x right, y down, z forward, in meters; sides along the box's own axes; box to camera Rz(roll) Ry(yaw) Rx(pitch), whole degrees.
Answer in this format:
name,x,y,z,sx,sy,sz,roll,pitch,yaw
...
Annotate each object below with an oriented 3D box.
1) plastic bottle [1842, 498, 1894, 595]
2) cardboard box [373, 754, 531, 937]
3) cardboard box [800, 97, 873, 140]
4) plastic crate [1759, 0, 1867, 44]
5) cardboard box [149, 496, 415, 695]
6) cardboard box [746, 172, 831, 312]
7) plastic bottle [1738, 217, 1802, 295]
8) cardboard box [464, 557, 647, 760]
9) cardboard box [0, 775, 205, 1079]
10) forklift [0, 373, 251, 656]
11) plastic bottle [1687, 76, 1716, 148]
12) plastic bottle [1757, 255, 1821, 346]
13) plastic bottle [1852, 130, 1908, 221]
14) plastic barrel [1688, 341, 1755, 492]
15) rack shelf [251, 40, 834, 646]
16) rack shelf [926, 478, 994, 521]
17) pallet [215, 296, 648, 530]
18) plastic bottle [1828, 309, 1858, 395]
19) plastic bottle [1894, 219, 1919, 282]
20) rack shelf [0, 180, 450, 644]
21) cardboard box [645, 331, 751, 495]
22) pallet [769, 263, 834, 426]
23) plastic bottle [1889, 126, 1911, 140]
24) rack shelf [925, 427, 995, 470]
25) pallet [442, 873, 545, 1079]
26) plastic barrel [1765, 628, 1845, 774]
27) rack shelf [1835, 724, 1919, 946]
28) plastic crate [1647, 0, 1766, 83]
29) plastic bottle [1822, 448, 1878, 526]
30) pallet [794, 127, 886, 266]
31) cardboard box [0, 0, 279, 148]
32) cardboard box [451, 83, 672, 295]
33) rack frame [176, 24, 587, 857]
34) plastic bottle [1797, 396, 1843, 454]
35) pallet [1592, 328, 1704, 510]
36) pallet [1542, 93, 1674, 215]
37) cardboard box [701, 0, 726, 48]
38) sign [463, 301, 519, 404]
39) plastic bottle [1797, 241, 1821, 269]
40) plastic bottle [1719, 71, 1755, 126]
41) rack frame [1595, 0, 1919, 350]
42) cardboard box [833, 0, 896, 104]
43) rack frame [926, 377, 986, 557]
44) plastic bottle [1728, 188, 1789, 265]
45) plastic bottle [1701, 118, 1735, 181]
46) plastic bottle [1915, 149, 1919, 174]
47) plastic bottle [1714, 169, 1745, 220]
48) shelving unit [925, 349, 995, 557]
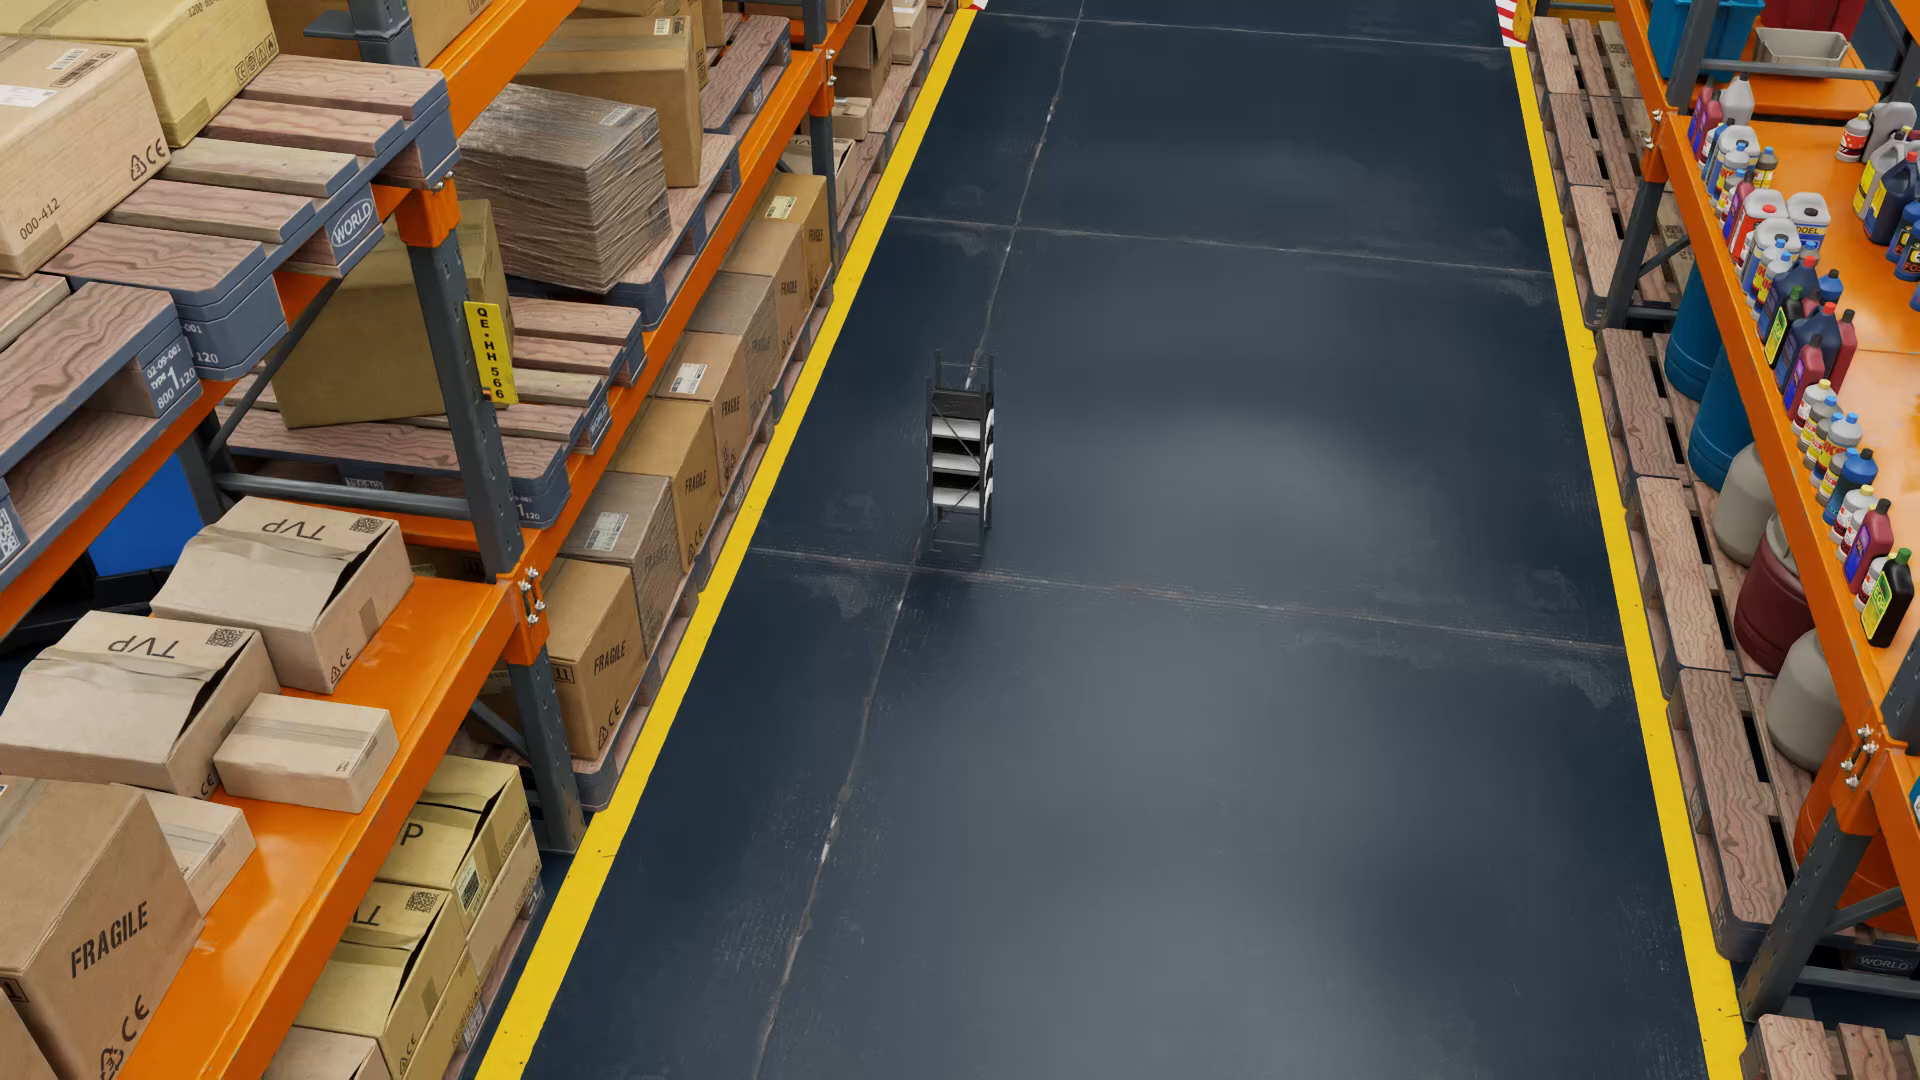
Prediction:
name,x,y,z,sx,sy,sz,roll,pitch,yaw
plastic bottle,2.722,0.019,4.965,0.061,0.283,0.133,6,40,8
cardboard box,-1.694,0.909,5.185,0.500,0.311,0.500,7,40,9
cardboard box,-0.728,-2.500,9.799,0.380,0.166,0.250,6,40,8
plastic crate,4.126,-2.671,8.030,0.402,0.464,0.583,6,40,8
cardboard box,-1.952,0.129,4.810,0.500,0.311,0.500,9,40,10
cardboard box,-0.957,-1.504,8.332,0.500,0.500,0.500,6,40,7
plastic bottle,3.068,-1.068,6.285,0.152,0.276,0.135,6,40,8
cardboard box,-1.486,0.411,6.016,0.500,0.500,0.500,8,40,10
cardboard box,-2.120,0.887,3.744,0.500,0.500,0.500,4,40,5
forklift,-3.982,-0.978,6.133,3.031,2.935,1.130,-10,41,-12
plastic bottle,3.241,-1.863,7.241,0.061,0.283,0.133,6,40,8
plastic bottle,3.003,-0.875,5.993,0.144,0.351,0.185,6,40,8
plastic bottle,3.745,-1.475,6.718,0.144,0.351,0.185,6,40,8
plastic barrel,3.491,-0.660,7.011,0.600,0.901,0.708,6,40,8
rack shelf,-1.500,-1.107,6.799,1.077,0.370,4.000,6,40,8
rack shelf,0.001,-0.188,7.105,0.258,0.077,0.200,6,40,8
pallet,-1.798,-0.488,5.637,1.213,0.211,1.003,6,40,8
plastic bottle,3.054,-0.654,5.778,0.061,0.283,0.133,6,40,8
plastic bottle,3.674,-1.130,6.364,0.097,0.271,0.097,0,40,0
rack shelf,-2.192,0.247,2.807,1.077,0.370,4.000,6,40,8
cardboard box,-1.224,-0.561,7.191,0.500,0.500,0.500,5,40,6
pallet,-1.257,-1.050,8.354,1.003,0.211,1.213,6,40,8
plastic bottle,3.981,-1.655,7.054,0.097,0.201,0.097,0,40,0
rack shelf,0.001,-0.396,6.933,0.258,0.077,0.200,6,40,8
pallet,-2.027,1.458,5.321,1.003,0.211,1.213,6,40,8
plastic barrel,3.110,0.543,5.862,0.421,0.512,0.421,0,40,0
rack shelf,2.686,1.952,3.100,1.077,0.370,4.000,6,40,8
plastic crate,3.469,-2.438,7.811,0.392,0.384,0.575,6,40,8
plastic bottle,2.793,-0.169,5.202,0.097,0.271,0.097,0,40,0
pallet,-1.034,-1.995,9.498,1.003,0.211,1.213,6,40,8
cardboard box,-1.869,-1.098,3.658,0.500,0.250,0.500,4,40,4
cardboard box,-1.502,-1.290,6.048,0.700,0.500,0.500,14,42,16
rack frame,-1.846,-0.129,5.052,1.000,3.000,0.127,6,40,8
plastic bottle,2.861,-0.387,5.519,0.097,0.201,0.097,0,40,0
pallet,3.550,-0.536,7.733,1.003,0.211,1.213,6,40,8
pallet,4.022,-2.250,9.805,1.003,0.211,1.213,6,40,8
cardboard box,-1.456,-2.567,7.593,0.700,0.500,0.500,-6,40,-7
sign,-1.299,-0.516,4.612,0.100,0.325,0.005,6,40,8
plastic bottle,3.195,-1.037,6.306,0.097,0.201,0.097,0,40,0
plastic bottle,3.337,-1.861,7.186,0.144,0.351,0.185,6,40,8
rack frame,3.724,-2.091,7.425,1.000,3.000,0.127,6,40,8
cardboard box,-0.834,-3.026,10.170,0.797,0.503,0.637,6,40,8
rack frame,-0.016,-0.288,6.892,0.240,0.900,0.006,6,40,8
plastic bottle,3.109,-1.213,6.461,0.152,0.276,0.135,6,40,8
plastic bottle,3.199,-1.639,6.979,0.097,0.271,0.097,0,40,0
plastic bottle,3.887,-1.459,6.699,0.144,0.351,0.185,6,40,8
plastic bottle,3.142,-1.405,6.752,0.097,0.201,0.097,0,40,0
shelving unit,0.001,-0.352,6.969,0.258,0.900,0.210,6,40,8
